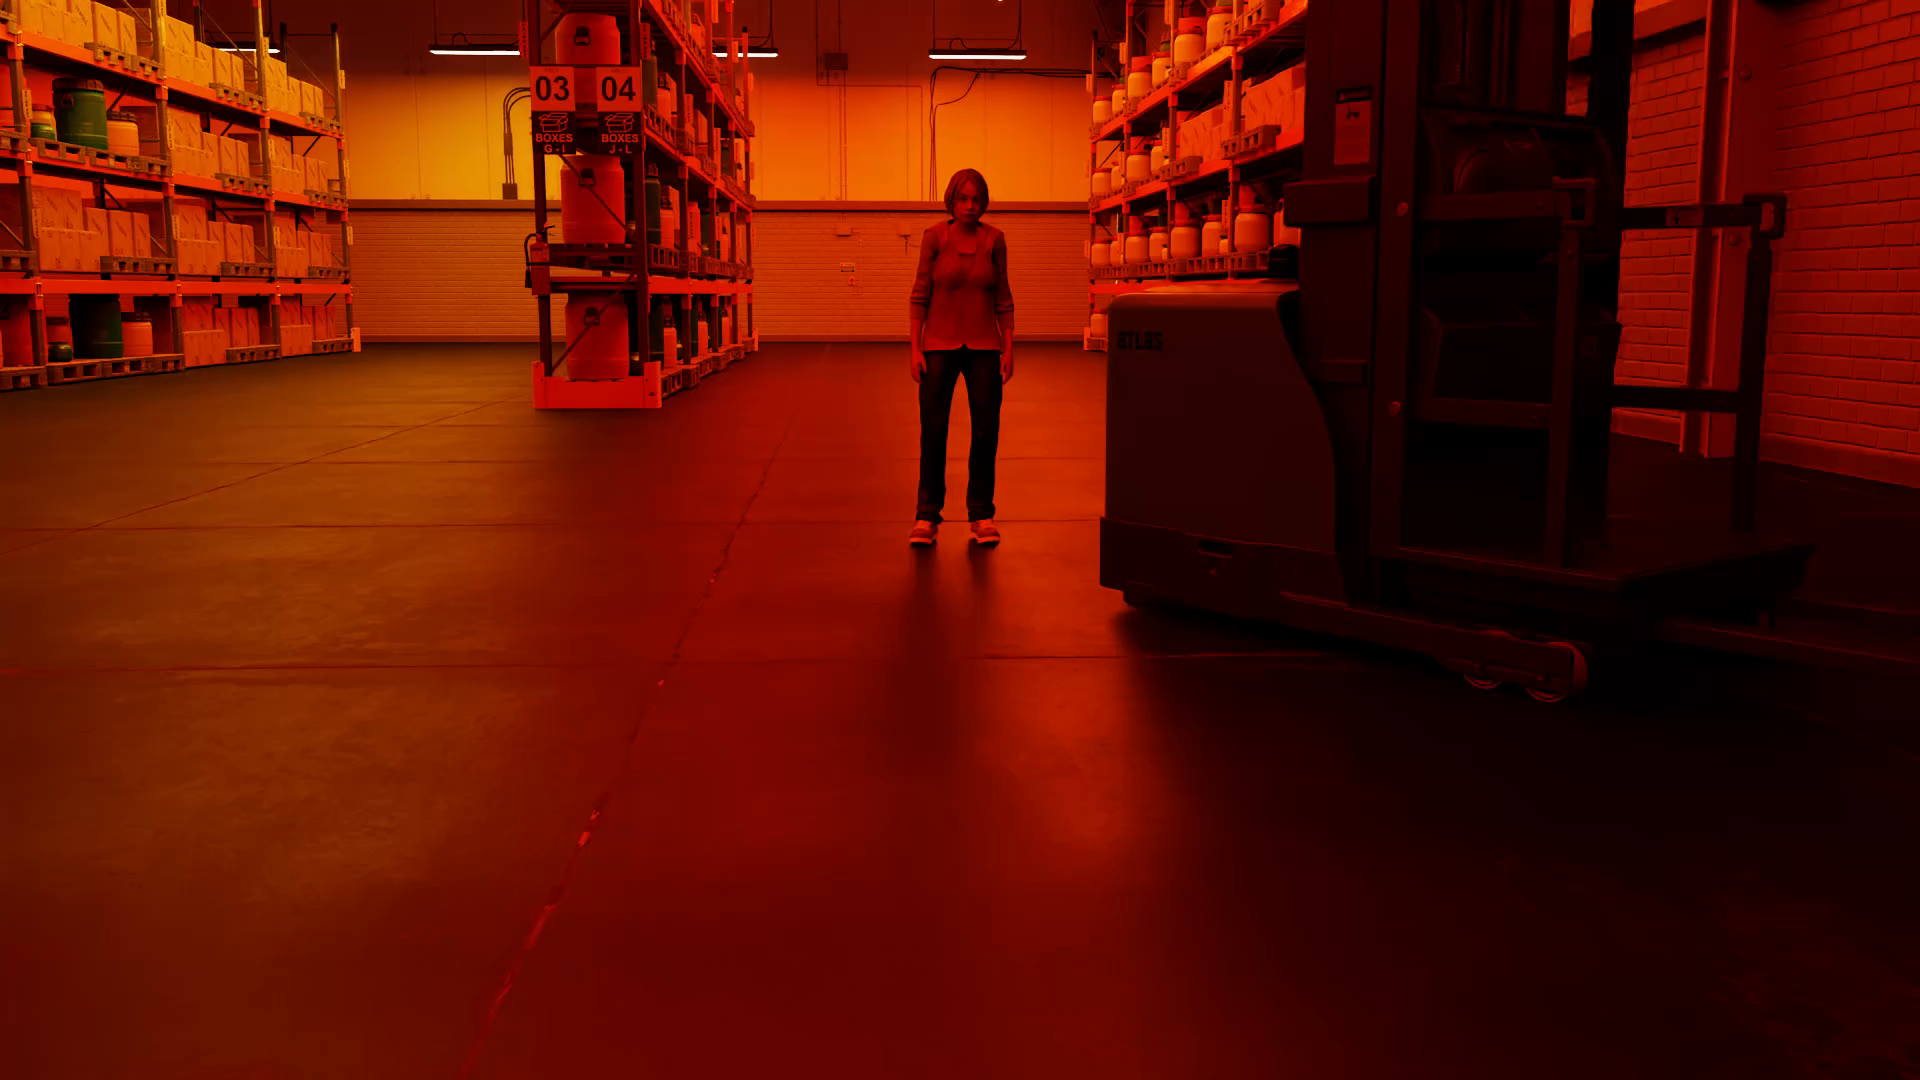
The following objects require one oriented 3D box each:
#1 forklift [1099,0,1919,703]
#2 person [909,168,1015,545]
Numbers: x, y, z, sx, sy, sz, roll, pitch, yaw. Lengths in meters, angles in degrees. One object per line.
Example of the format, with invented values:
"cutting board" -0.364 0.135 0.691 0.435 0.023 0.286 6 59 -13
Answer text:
"forklift" 1.795 -1.100 4.738 1.130 2.935 3.031 -7 11 -38
"person" 0.007 -0.784 7.173 0.467 1.591 0.344 -1 8 -5
